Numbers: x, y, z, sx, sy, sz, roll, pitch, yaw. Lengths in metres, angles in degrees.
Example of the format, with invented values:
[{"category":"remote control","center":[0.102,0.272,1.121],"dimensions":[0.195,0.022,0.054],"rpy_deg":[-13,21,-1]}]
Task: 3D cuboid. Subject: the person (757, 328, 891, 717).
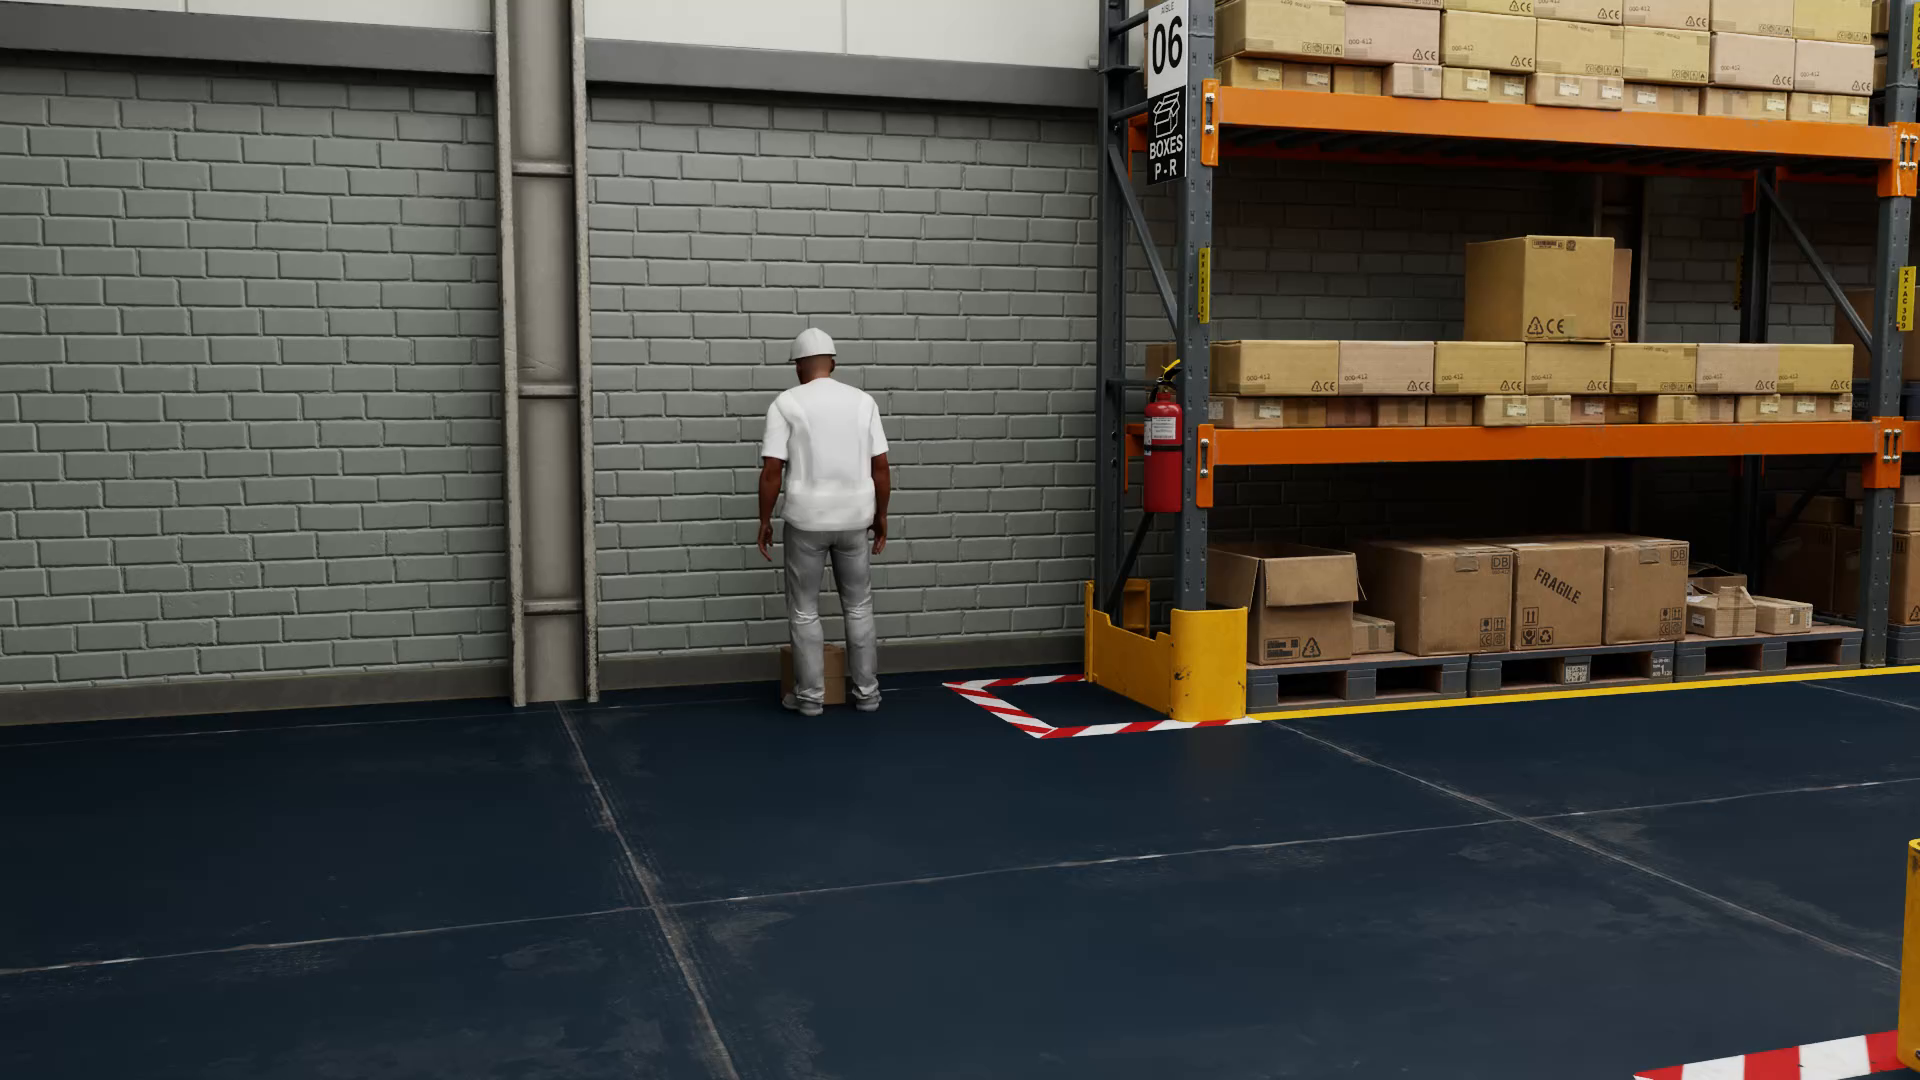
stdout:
[{"category":"person","center":[-0.624,-0.087,7.620],"dimensions":[0.634,1.760,0.458],"rpy_deg":[-2,6,-22]}]
